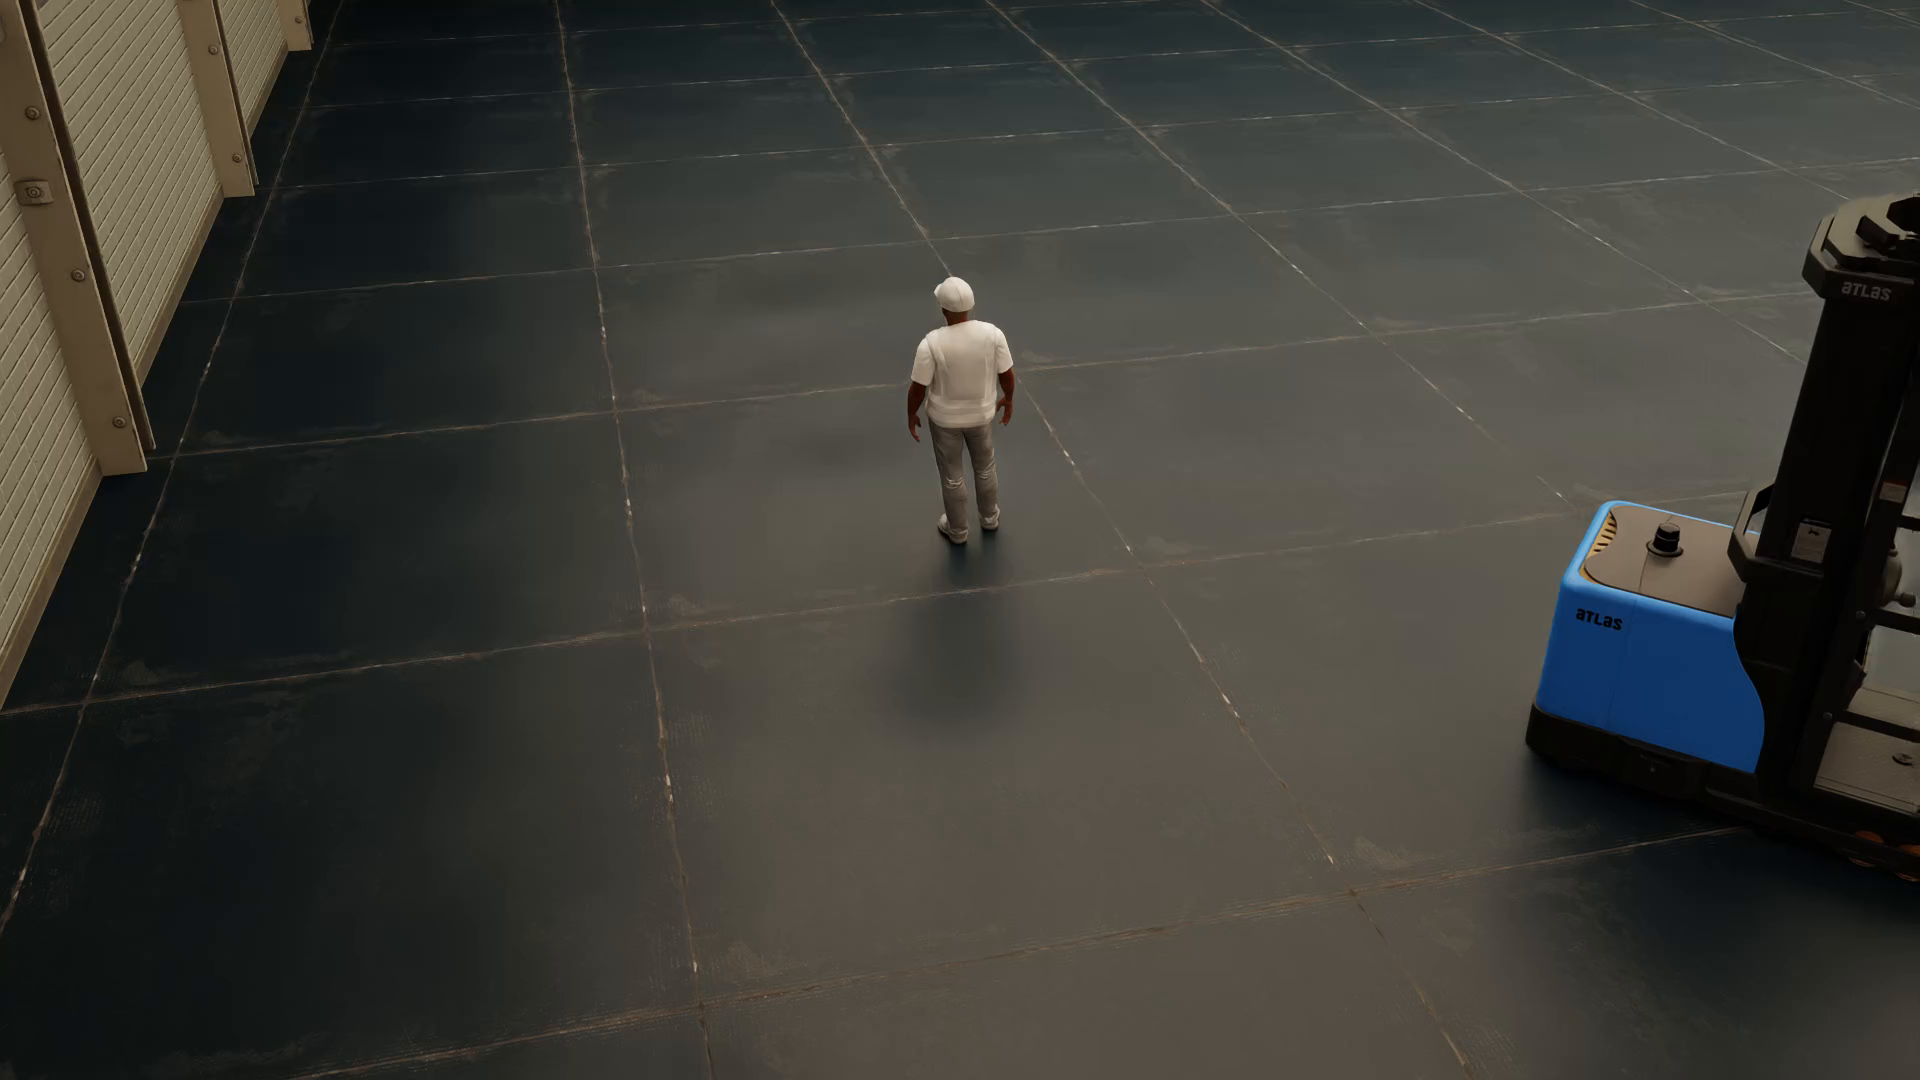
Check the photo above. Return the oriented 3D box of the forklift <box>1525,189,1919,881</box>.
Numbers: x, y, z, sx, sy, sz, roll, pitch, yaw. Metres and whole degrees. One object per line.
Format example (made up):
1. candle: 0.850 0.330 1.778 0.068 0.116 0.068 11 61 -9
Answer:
1. forklift: 4.443 0.015 7.549 3.031 2.935 1.130 16 34 26

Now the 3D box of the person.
1. person: -0.011 -0.805 10.114 0.665 1.768 0.575 -7 31 -12
